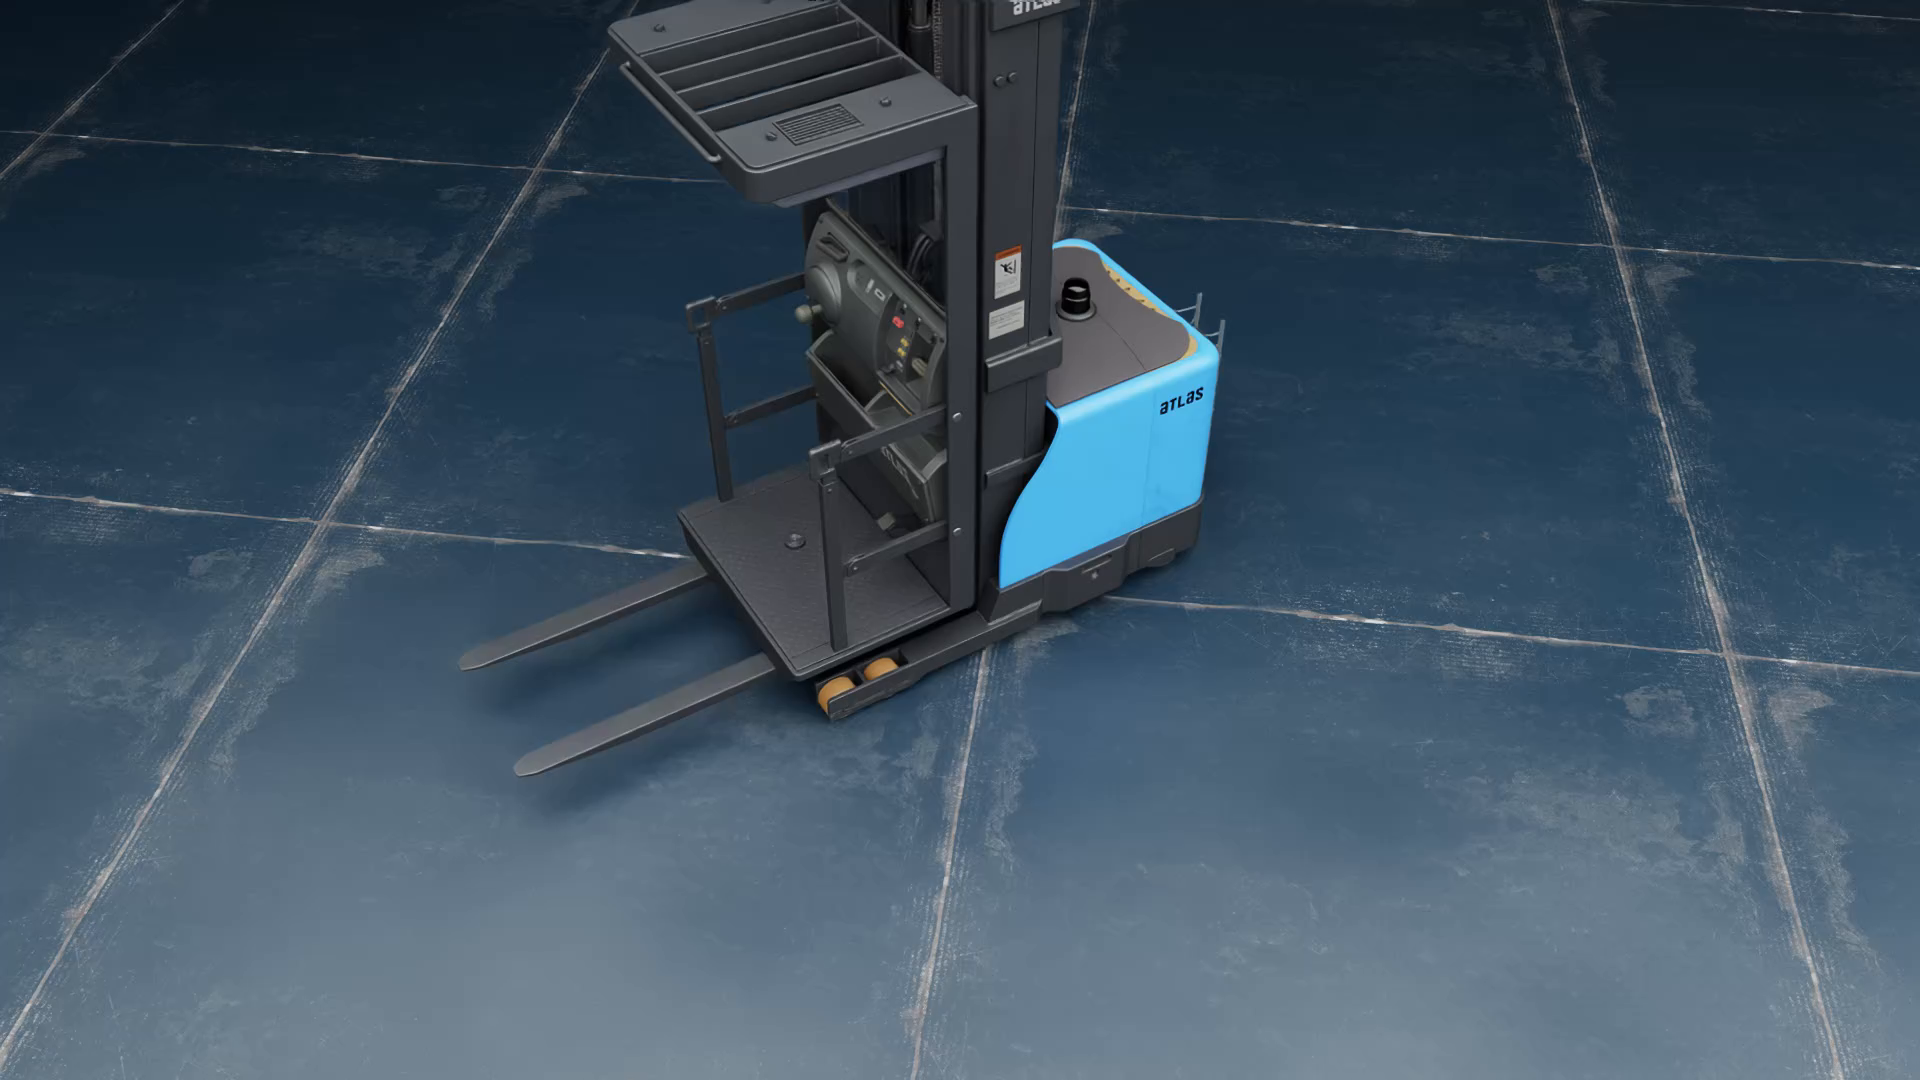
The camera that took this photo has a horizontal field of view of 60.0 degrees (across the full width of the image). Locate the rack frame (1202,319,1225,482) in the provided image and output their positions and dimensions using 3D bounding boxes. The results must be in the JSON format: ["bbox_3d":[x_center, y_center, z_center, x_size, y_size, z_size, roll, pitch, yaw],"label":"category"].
[{"bbox_3d":[0.995,-0.561,7.210,0.240,0.900,0.006,-16,46,-16],"label":"rack frame"}]

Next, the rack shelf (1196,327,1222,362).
[{"bbox_3d":[0.956,-0.797,7.116,0.258,0.077,0.200,-16,46,-16],"label":"rack shelf"}]

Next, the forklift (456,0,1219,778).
[{"bbox_3d":[-0.492,-0.781,5.965,3.031,2.935,1.130,-23,48,-22],"label":"forklift"}]

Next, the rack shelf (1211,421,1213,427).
[{"bbox_3d":[0.956,-0.536,7.363,0.258,0.077,0.200,-16,46,-16],"label":"rack shelf"}]

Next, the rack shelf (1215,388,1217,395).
[{"bbox_3d":[0.956,-0.667,7.239,0.258,0.077,0.200,-16,46,-16],"label":"rack shelf"}]

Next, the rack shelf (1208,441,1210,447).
[{"bbox_3d":[0.956,-0.471,7.425,0.258,0.077,0.200,-16,46,-16],"label":"rack shelf"}]

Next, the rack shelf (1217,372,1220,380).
[{"bbox_3d":[0.956,-0.732,7.178,0.258,0.077,0.200,-16,46,-16],"label":"rack shelf"}]

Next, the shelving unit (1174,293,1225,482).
[{"bbox_3d":[0.956,-0.626,7.278,0.258,0.900,0.210,-16,46,-16],"label":"shelving unit"}]

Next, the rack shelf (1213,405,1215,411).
[{"bbox_3d":[0.956,-0.601,7.301,0.258,0.077,0.200,-16,46,-16],"label":"rack shelf"}]

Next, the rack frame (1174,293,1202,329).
[{"bbox_3d":[0.917,-0.690,7.347,0.240,0.900,0.006,-16,46,-16],"label":"rack frame"}]
